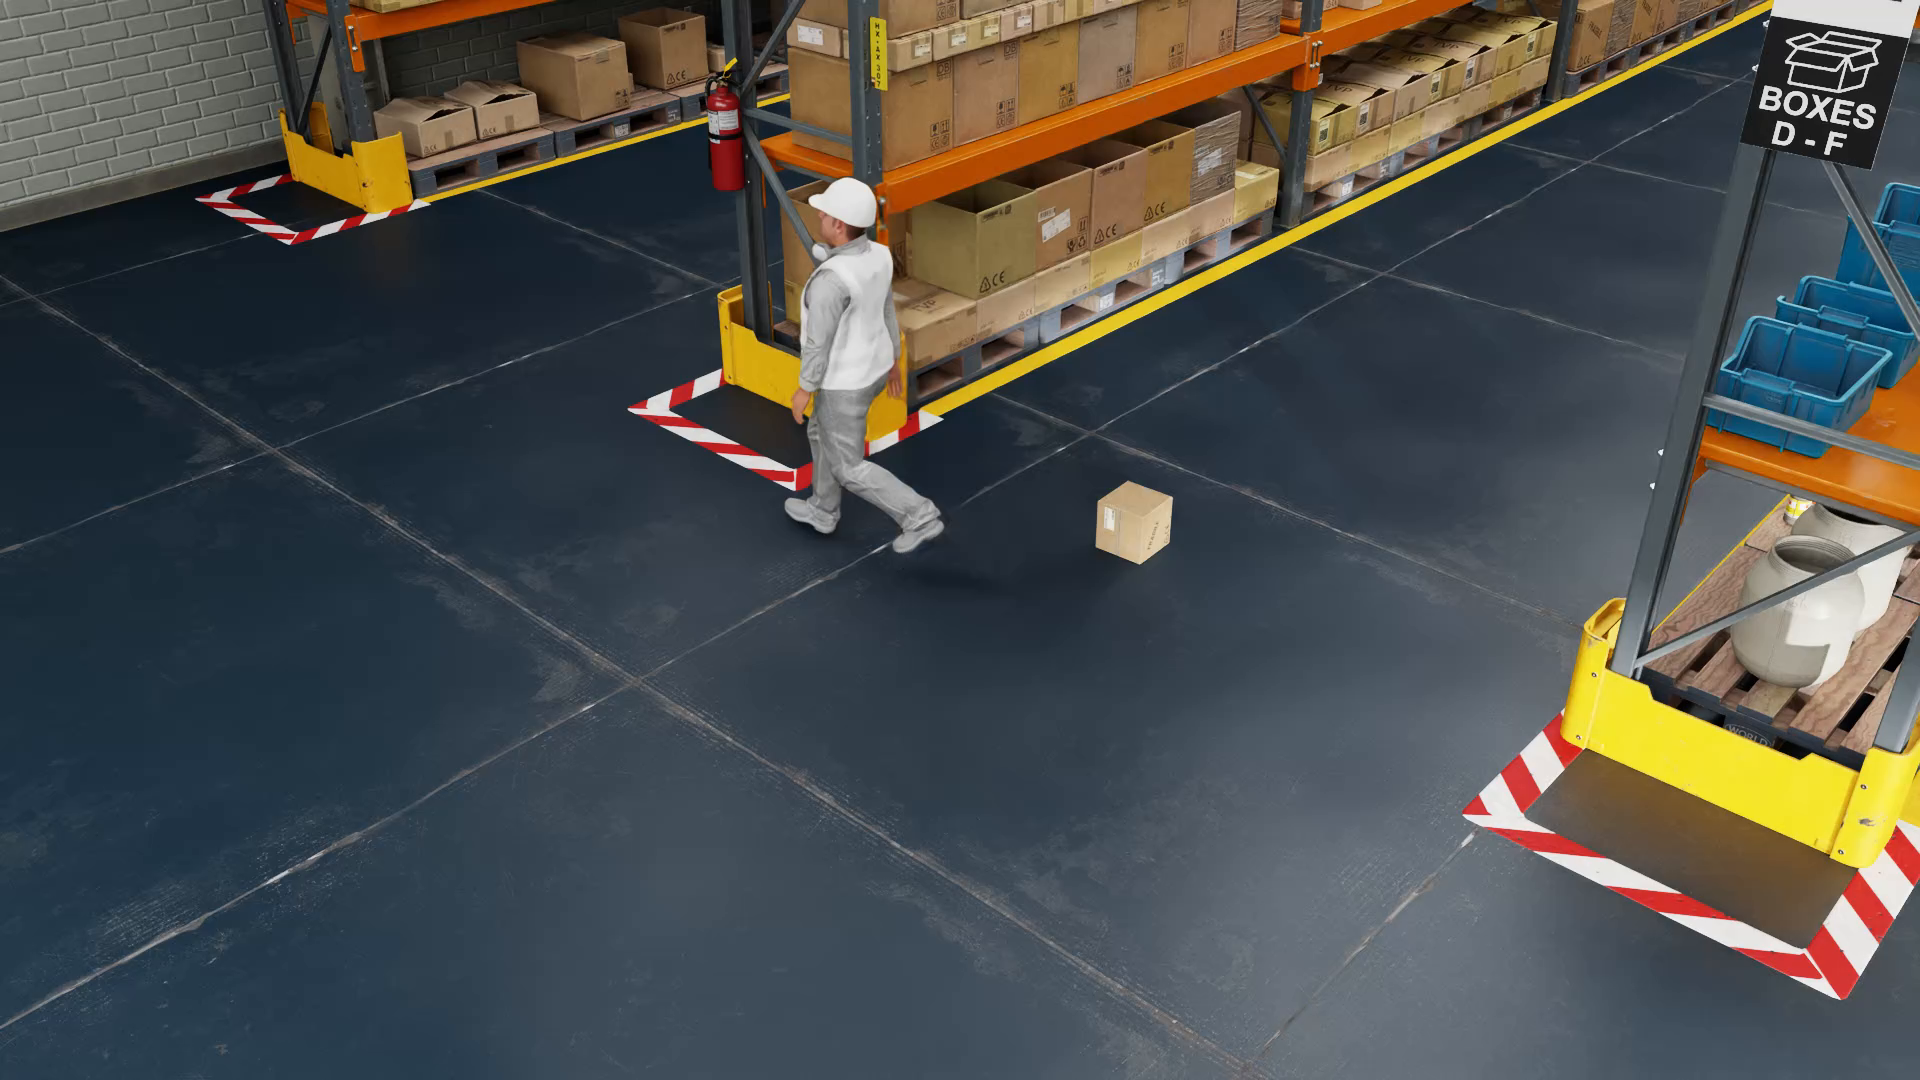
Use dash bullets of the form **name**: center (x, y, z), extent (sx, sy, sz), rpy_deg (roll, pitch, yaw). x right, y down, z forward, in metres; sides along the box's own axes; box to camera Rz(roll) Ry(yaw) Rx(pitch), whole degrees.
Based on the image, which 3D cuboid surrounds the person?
- **person**: center (-0.458, -0.730, 7.321), extent (0.922, 1.745, 0.557), rpy_deg (14, 34, 22)
